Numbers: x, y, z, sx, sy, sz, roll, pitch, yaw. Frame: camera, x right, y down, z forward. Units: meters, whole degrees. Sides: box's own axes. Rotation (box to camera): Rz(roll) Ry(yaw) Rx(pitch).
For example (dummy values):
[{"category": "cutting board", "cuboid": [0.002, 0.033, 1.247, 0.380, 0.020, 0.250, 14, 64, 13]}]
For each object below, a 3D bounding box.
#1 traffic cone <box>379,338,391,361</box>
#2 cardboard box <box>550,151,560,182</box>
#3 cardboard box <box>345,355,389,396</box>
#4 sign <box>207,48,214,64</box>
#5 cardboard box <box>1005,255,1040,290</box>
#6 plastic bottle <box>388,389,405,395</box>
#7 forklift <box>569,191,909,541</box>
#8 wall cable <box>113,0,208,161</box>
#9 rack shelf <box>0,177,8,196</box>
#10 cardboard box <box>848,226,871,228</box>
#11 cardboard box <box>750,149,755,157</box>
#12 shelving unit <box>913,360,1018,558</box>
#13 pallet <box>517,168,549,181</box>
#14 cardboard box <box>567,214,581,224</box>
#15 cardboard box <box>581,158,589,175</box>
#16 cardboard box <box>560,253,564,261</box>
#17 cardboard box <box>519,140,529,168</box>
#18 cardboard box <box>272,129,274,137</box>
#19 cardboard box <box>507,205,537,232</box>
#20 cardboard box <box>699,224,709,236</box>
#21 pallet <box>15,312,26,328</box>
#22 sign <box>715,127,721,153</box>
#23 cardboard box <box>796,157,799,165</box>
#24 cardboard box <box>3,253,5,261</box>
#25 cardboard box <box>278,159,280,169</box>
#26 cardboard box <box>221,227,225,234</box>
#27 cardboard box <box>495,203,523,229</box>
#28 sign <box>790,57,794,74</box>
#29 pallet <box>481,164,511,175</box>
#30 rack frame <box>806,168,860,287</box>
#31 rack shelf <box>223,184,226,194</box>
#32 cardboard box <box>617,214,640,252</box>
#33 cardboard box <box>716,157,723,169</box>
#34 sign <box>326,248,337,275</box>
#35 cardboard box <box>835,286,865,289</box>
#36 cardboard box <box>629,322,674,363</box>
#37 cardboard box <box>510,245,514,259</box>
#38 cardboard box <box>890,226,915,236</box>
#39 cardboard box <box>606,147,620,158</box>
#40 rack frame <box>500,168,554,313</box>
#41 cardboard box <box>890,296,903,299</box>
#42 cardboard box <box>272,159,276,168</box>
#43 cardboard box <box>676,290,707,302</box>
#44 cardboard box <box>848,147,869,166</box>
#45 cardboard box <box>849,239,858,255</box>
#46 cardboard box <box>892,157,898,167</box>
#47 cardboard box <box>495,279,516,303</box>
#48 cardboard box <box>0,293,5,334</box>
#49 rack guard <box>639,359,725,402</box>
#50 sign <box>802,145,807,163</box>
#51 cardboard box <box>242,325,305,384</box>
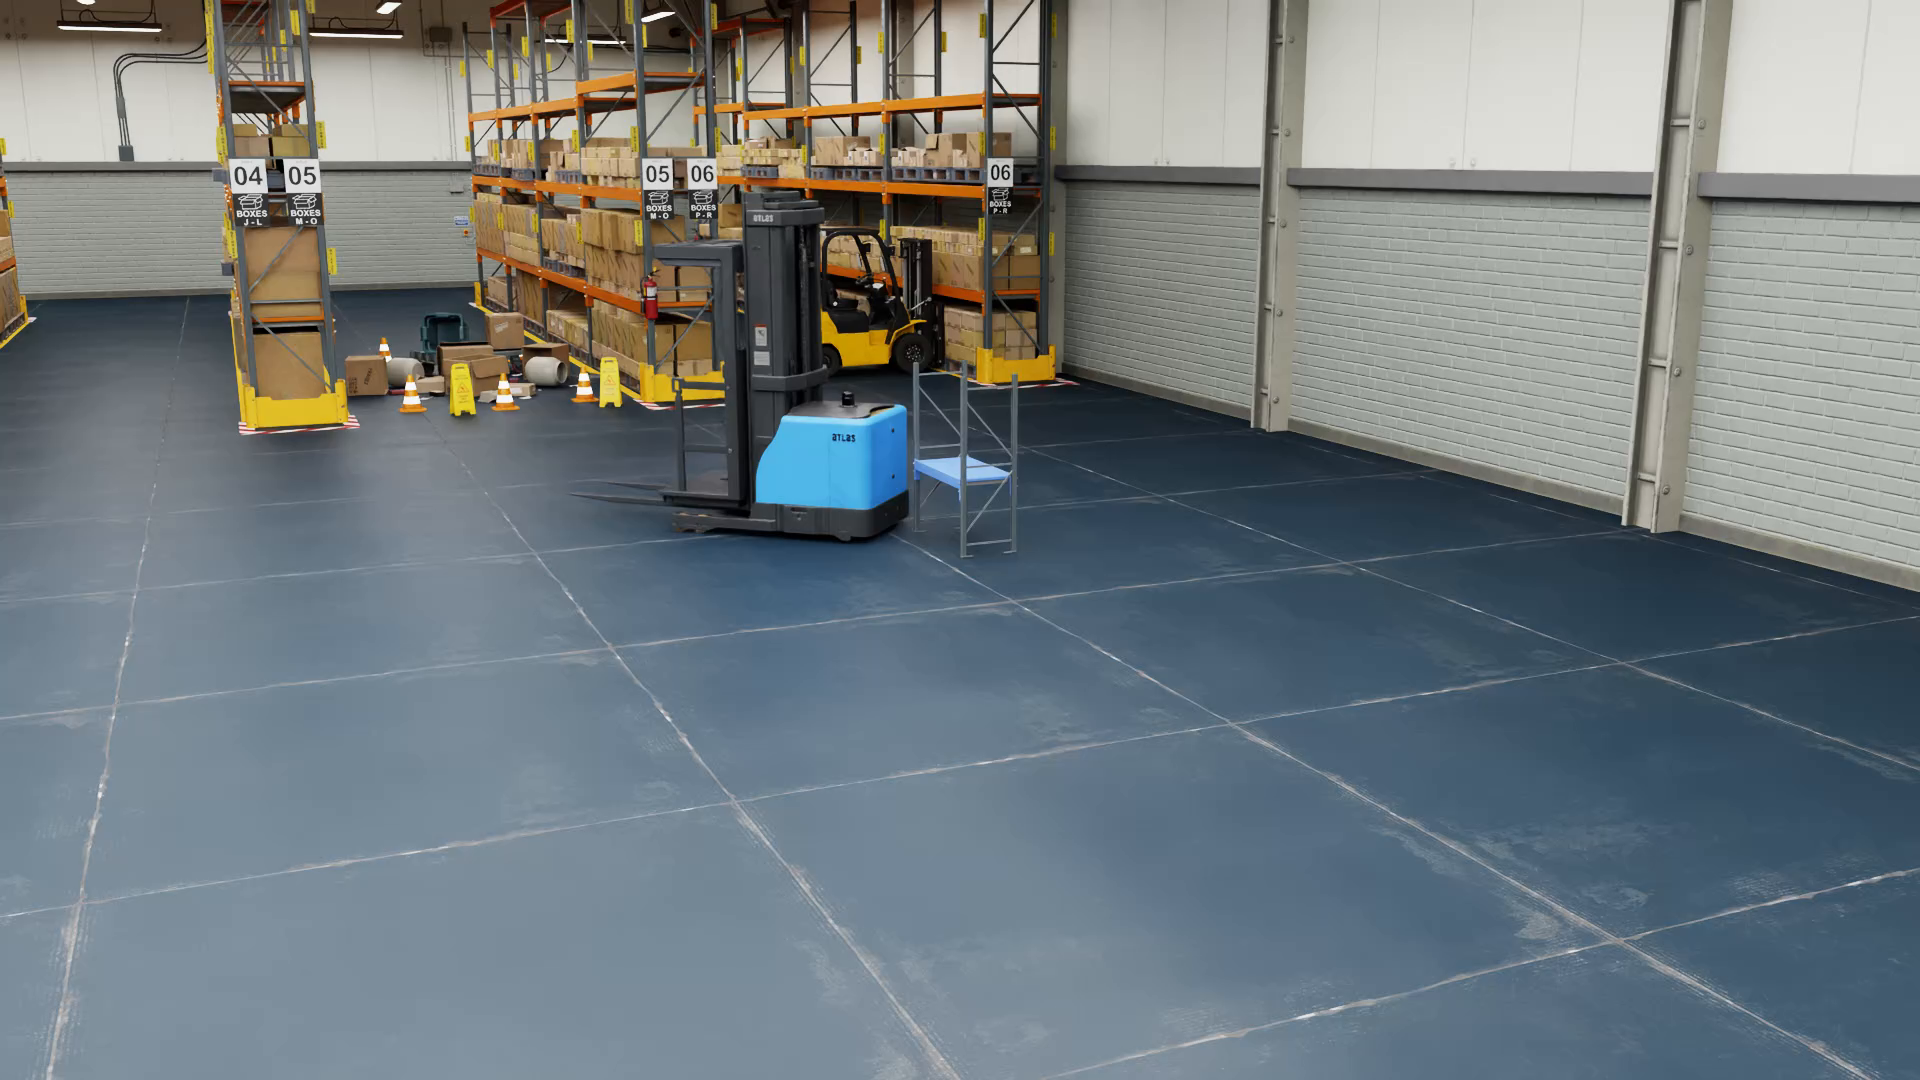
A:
[{"category": "traffic cone", "cuboid": [-8.977, -2.917, 25.947, 0.336, 0.463, 0.334, -6, 14, -23]}, {"category": "cardboard box", "cuboid": [-6.560, -6.347, 28.267, 0.700, 0.500, 0.500, -6, 14, -23]}, {"category": "cardboard box", "cuboid": [-8.261, -2.295, 23.171, 0.500, 0.500, 0.500, -3, 13, -13]}, {"category": "sign", "cuboid": [-13.532, -8.763, 30.030, 0.100, 0.325, 0.005, -6, 14, -23]}, {"category": "cardboard box", "cuboid": [0.877, -4.006, 24.805, 0.500, 0.500, 0.500, -5, 14, -21]}, {"category": "plastic bottle", "cuboid": [-7.798, -2.064, 23.154, 0.283, 0.061, 0.133, -12, 18, -42]}, {"category": "forklift", "cuboid": [-2.035, -1.594, 14.757, 3.031, 2.935, 1.130, 4, 14, 18]}, {"category": "wall cable", "cuboid": [-18.322, -11.761, 38.094, 2.277, 5.999, 0.120, -6, 14, -23]}, {"category": "rack shelf", "cuboid": [-18.414, -6.489, 30.698, 1.077, 0.370, 4.000, -6, 14, -23]}, {"category": "cardboard box", "cuboid": [-1.861, -5.755, 30.922, 0.380, 0.149, 0.250, -5, 14, -21]}, {"category": "cardboard box", "cuboid": [-4.033, -7.840, 33.685, 0.380, 0.149, 0.250, -6, 14, -24]}, {"category": "shelving unit", "cuboid": [0.034, -0.713, 14.125, 0.538, 1.500, 1.048, -6, 14, -23]}, {"category": "pallet", "cuboid": [-7.237, -6.531, 29.704, 1.213, 0.211, 1.003, -5, 14, -20]}, {"category": "cardboard box", "cuboid": [-6.139, -5.192, 26.901, 0.380, 0.149, 0.250, -6, 14, -25]}, {"category": "cardboard box", "cuboid": [-5.403, -5.625, 25.042, 0.500, 0.250, 0.500, -6, 14, -24]}, {"category": "cardboard box", "cuboid": [-6.561, -4.808, 28.119, 0.380, 0.149, 0.250, -5, 14, -20]}, {"category": "cardboard box", "cuboid": [-7.501, -6.936, 29.880, 0.700, 0.500, 0.500, -6, 15, -26]}, {"category": "cardboard box", "cuboid": [-9.384, -5.673, 23.214, 0.380, 0.149, 0.250, -6, 14, -23]}, {"category": "cardboard box", "cuboid": [-8.391, -6.177, 31.965, 0.500, 0.500, 0.500, -6, 14, -23]}, {"category": "cardboard box", "cuboid": [-5.653, -7.089, 38.022, 0.500, 0.250, 0.500, -6, 14, -23]}, {"category": "pallet", "cuboid": [-18.823, -4.275, 32.372, 1.003, 0.211, 1.213, -6, 14, -23]}, {"category": "sign", "cuboid": [-3.229, -5.317, 22.101, 0.100, 0.325, 0.005, -6, 14, -23]}, {"category": "cardboard box", "cuboid": [-2.914, -7.229, 31.747, 0.380, 0.149, 0.250, -5, 14, -22]}, {"category": "cardboard box", "cuboid": [-18.159, -5.309, 31.215, 0.380, 0.149, 0.250, -5, 14, -22]}, {"category": "cardboard box", "cuboid": [-8.872, -5.022, 22.169, 0.380, 0.149, 0.250, -6, 14, -23]}, {"category": "cardboard box", "cuboid": [-13.291, -5.641, 30.398, 0.380, 0.149, 0.250, -5, 14, -20]}, {"category": "cardboard box", "cuboid": [-8.975, -6.469, 33.227, 0.500, 0.500, 0.500, -6, 14, -23]}, {"category": "sign", "cuboid": [-3.480, -9.816, 34.400, 0.100, 0.325, 0.005, -6, 14, -23]}, {"category": "pallet", "cuboid": [-9.336, -7.700, 34.531, 1.003, 0.211, 1.213, -6, 14, -23]}, {"category": "rack frame", "cuboid": [-2.384, -5.483, 31.407, 1.000, 3.000, 0.127, -6, 14, -23]}, {"category": "rack shelf", "cuboid": [-13.829, -6.916, 32.544, 1.077, 0.370, 4.000, -6, 14, -23]}, {"category": "cardboard box", "cuboid": [-4.326, -4.253, 22.994, 0.700, 0.500, 0.500, -5, 14, -22]}, {"category": "cardboard box", "cuboid": [-5.017, -8.238, 36.331, 0.500, 0.250, 0.500, -6, 14, -24]}, {"category": "sign", "cuboid": [-7.710, -3.422, 20.408, 0.100, 0.325, 0.005, -6, 14, -23]}, {"category": "cardboard box", "cuboid": [-2.146, -4.400, 31.066, 0.875, 0.625, 0.625, -5, 14, -21]}, {"category": "cardboard box", "cuboid": [-4.286, -2.753, 23.117, 0.500, 0.500, 0.500, -6, 14, -23]}, {"category": "cardboard box", "cuboid": [-8.390, -5.566, 32.097, 0.500, 0.250, 0.500, -6, 14, -24]}, {"category": "cardboard box", "cuboid": [-0.926, -5.073, 27.318, 0.380, 0.149, 0.250, -5, 14, -22]}, {"category": "cardboard box", "cuboid": [-4.777, -5.465, 23.468, 0.380, 0.149, 0.250, -5, 14, -22]}, {"category": "rack frame", "cuboid": [-8.533, -5.860, 33.038, 1.000, 3.000, 0.127, -6, 14, -23]}, {"category": "cardboard box", "cuboid": [-0.875, -3.880, 27.432, 0.500, 0.250, 0.500, -6, 14, -24]}, {"category": "cardboard box", "cuboid": [-9.836, -5.536, 24.129, 0.258, 0.266, 0.396, -6, 14, -24]}, {"category": "cardboard box", "cuboid": [-3.672, -3.347, 22.738, 0.380, 0.149, 0.250, -6, 14, -23]}, {"category": "cardboard box", "cuboid": [-1.602, -6.614, 28.686, 0.500, 0.311, 0.500, -6, 14, -25]}, {"category": "cardboard box", "cuboid": [-1.625, -5.117, 29.051, 0.500, 0.250, 0.500, -5, 14, -22]}, {"category": "cardboard box", "cuboid": [-0.880, -6.129, 26.949, 0.380, 0.149, 0.250, -5, 14, -22]}, {"category": "cardboard box", "cuboid": [-9.405, -5.327, 35.486, 0.875, 0.438, 0.875, -5, 14, -21]}, {"category": "cardboard box", "cuboid": [-17.338, -4.004, 28.799, 1.225, 0.875, 0.875, -6, 14, -23]}, {"category": "rack guard", "cuboid": [-3.756, -2.179, 22.675, 1.175, 0.500, 0.348, -6, 14, -23]}, {"category": "sign", "cuboid": [-2.882, -7.148, 30.801, 0.100, 0.325, 0.005, -6, 14, -23]}, {"category": "cardboard box", "cuboid": [-8.907, -2.398, 21.860, 0.875, 0.875, 0.875, -6, 14, -24]}]
